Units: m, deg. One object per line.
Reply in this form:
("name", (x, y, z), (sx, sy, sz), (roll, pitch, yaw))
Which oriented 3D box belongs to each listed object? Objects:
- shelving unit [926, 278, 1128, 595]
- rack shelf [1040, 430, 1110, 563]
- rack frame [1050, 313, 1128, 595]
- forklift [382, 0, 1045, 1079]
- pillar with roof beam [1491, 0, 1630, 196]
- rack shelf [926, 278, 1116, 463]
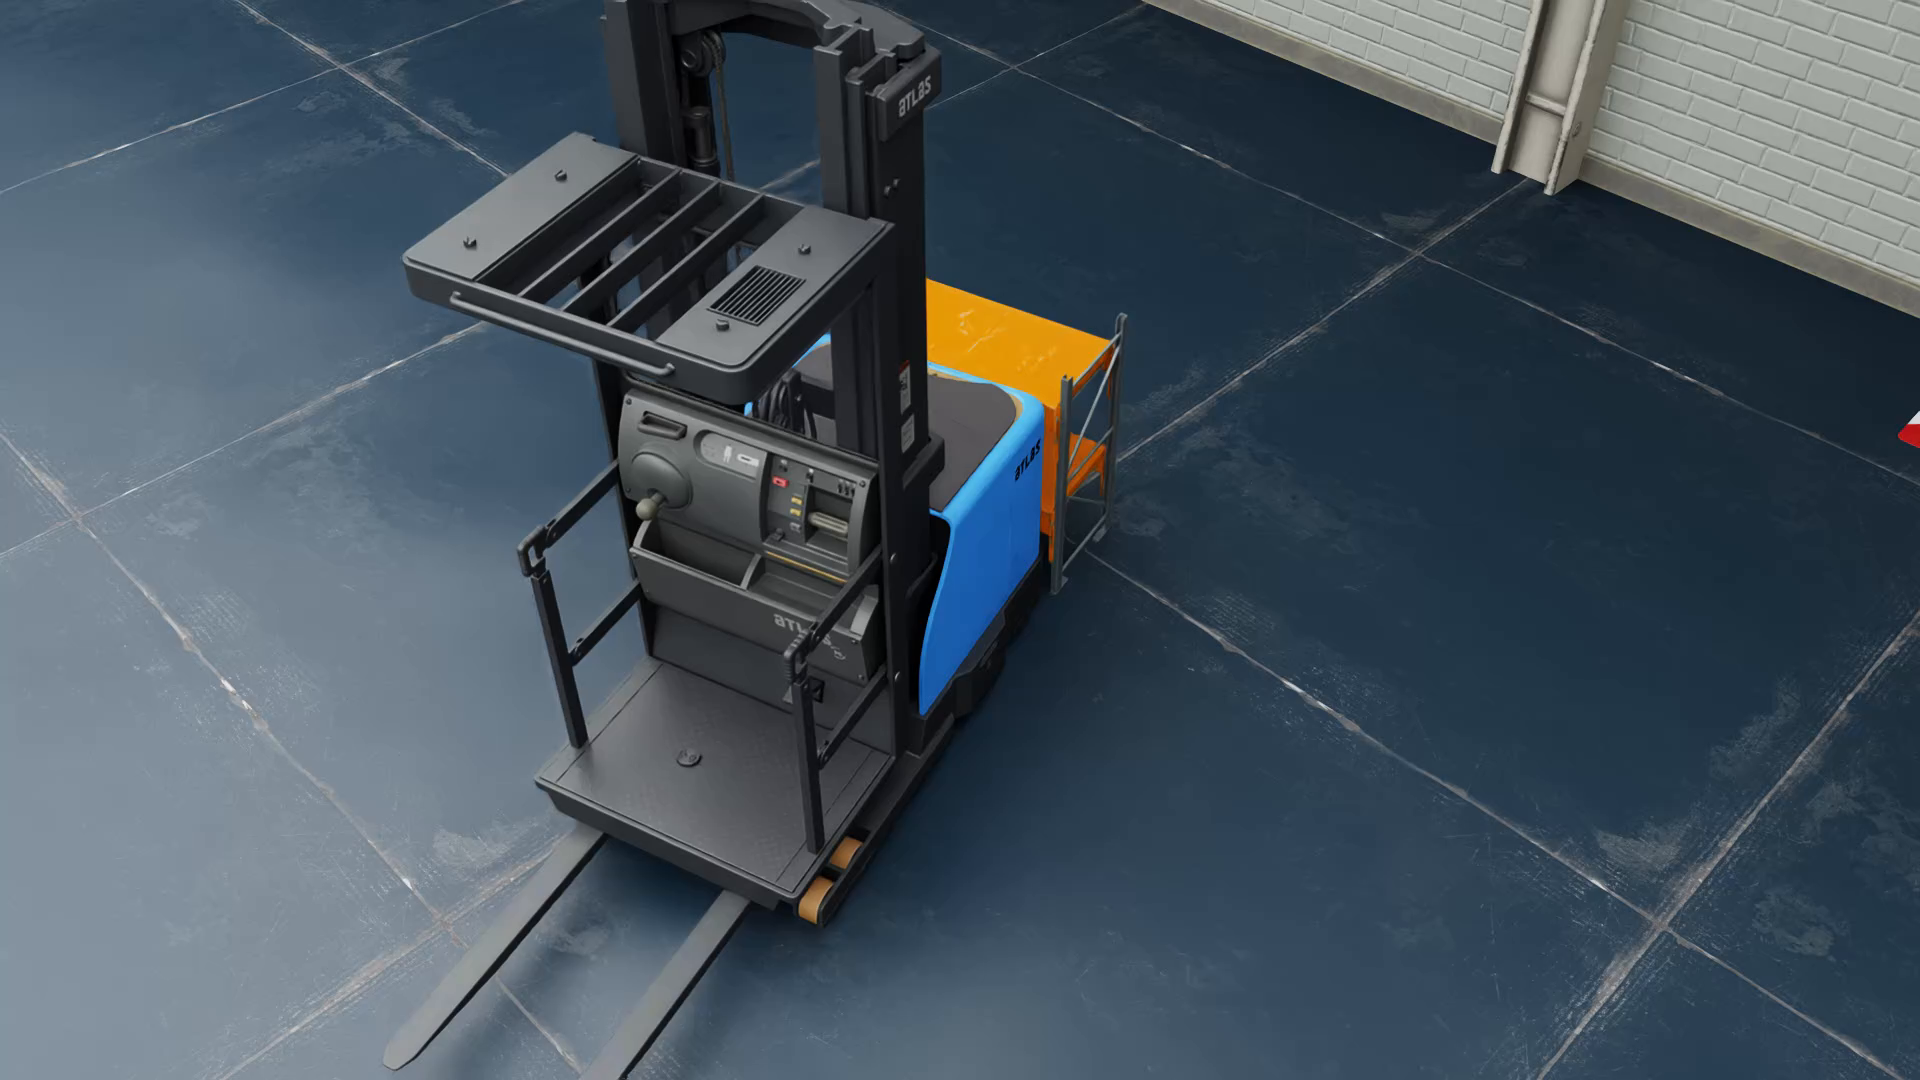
("shelving unit", (0.085, -0.510, 6.973), (1.048, 1.125, 0.538), (22, 47, 22))
("rack shelf", (0.085, -0.331, 7.139), (1.000, 0.278, 0.538), (22, 47, 22))
("rack frame", (0.521, -0.333, 6.781), (0.032, 1.125, 0.500), (22, 47, 22))
("forklift", (-0.798, -0.092, 5.190), (1.130, 2.935, 3.031), (20, 46, 20))
("pillar with roof beam", (0.246, -3.343, 4.237), (9.100, 9.000, 0.400), (-34, 53, -31))
("rack shelf", (0.085, -0.725, 6.775), (1.000, 0.278, 0.538), (22, 47, 22))
